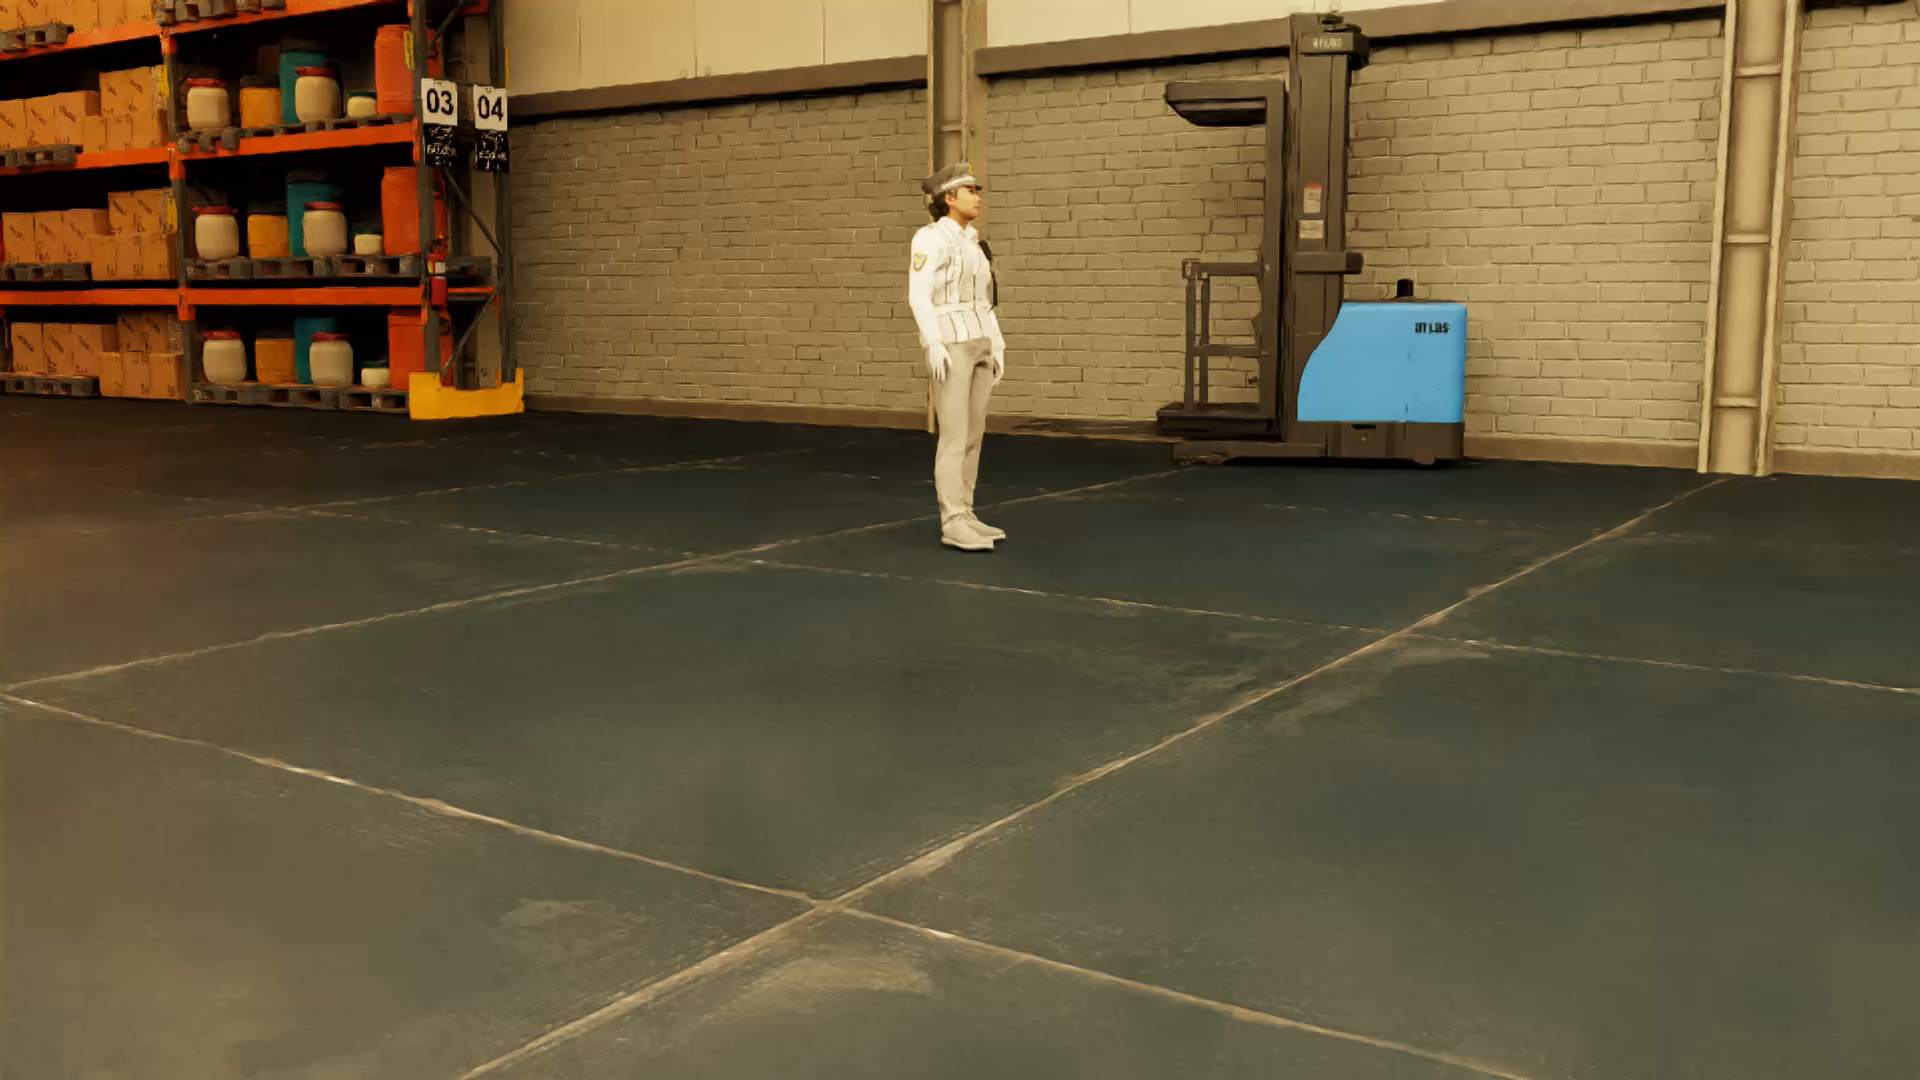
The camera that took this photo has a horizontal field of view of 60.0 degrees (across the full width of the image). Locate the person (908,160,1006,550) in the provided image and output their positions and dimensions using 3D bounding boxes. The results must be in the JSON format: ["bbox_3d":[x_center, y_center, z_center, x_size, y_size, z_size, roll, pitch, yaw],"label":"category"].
[{"bbox_3d":[0.052,-0.840,7.440,0.532,1.695,0.586,5,10,34],"label":"person"}]

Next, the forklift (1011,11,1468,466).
[{"bbox_3d":[1.907,-2.019,11.394,3.031,2.935,1.130,2,8,14],"label":"forklift"}]
